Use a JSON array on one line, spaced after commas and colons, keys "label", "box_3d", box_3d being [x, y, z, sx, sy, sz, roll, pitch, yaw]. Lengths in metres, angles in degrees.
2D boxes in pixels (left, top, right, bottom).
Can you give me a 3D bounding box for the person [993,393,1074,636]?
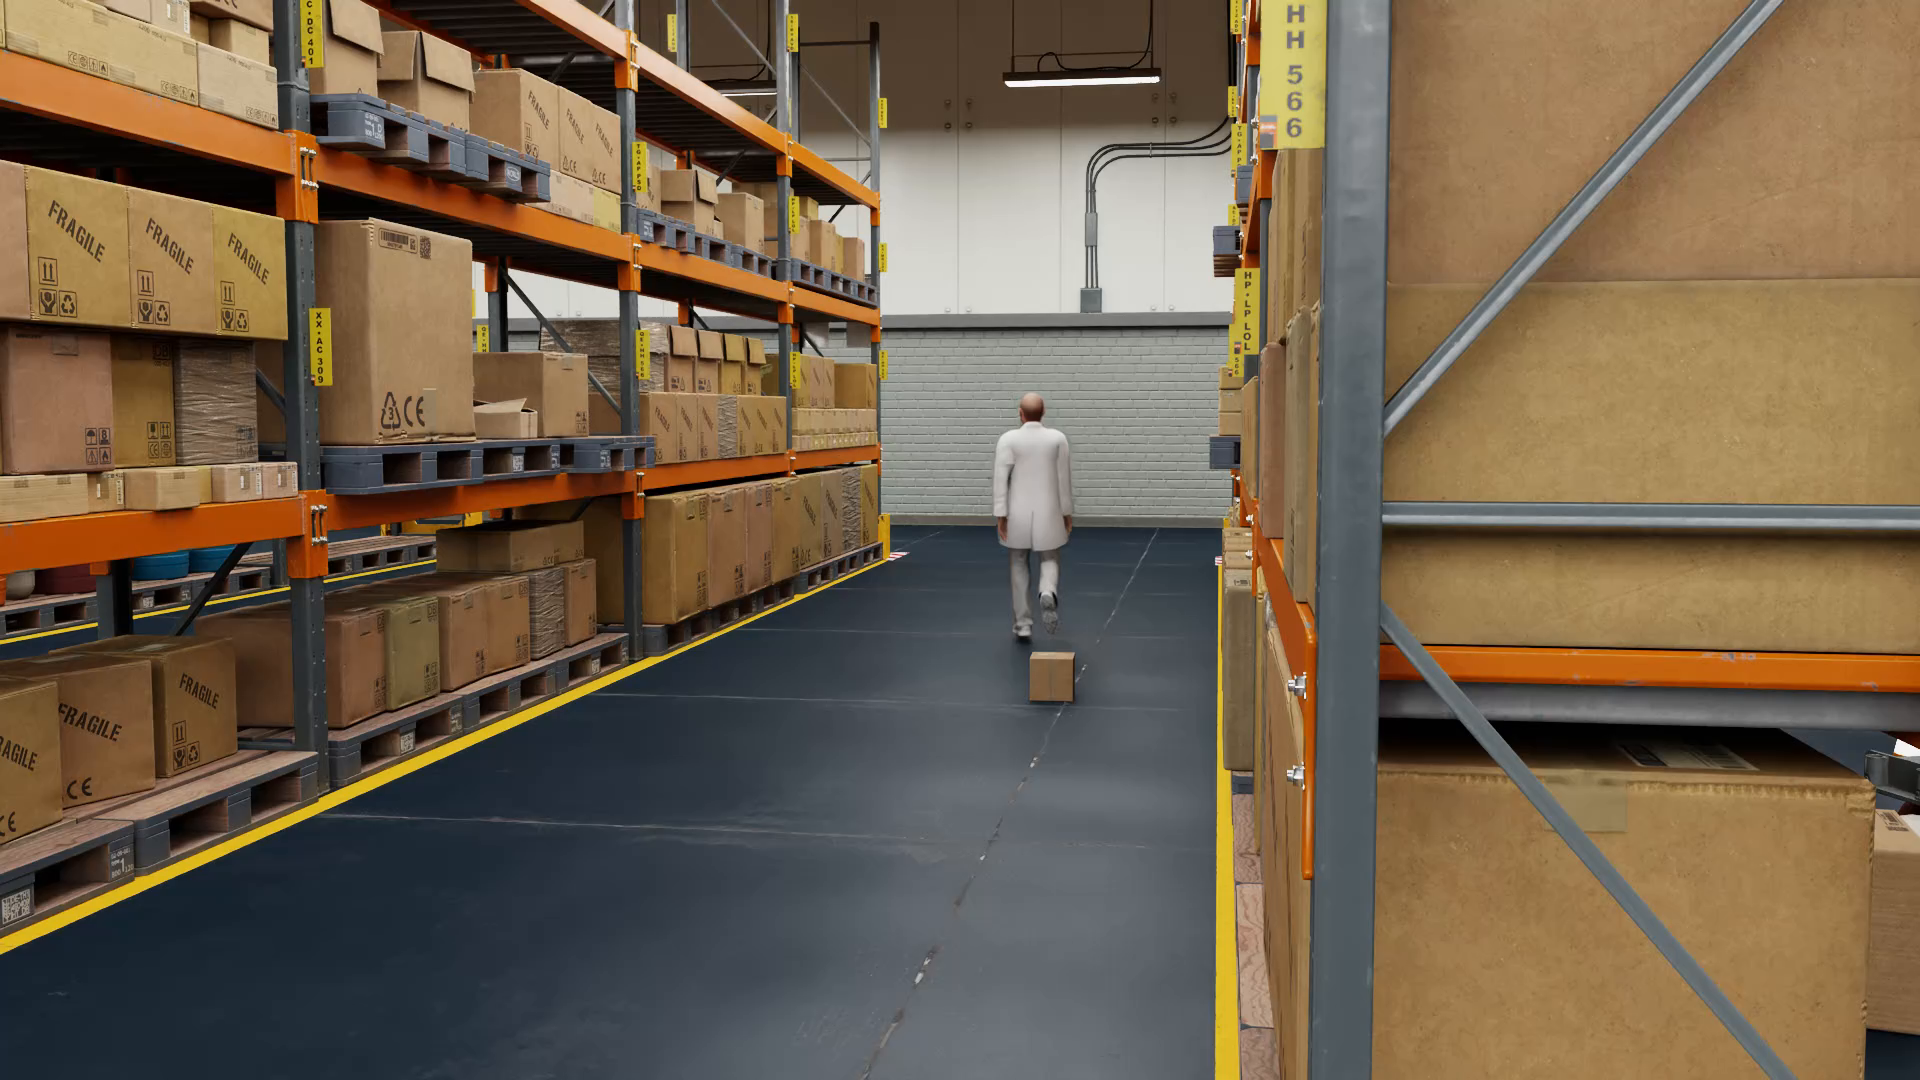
[{"label": "person", "box_3d": [0.535, -0.176, 12.036, 0.600, 1.769, 0.631, 0, 4, -4]}]
